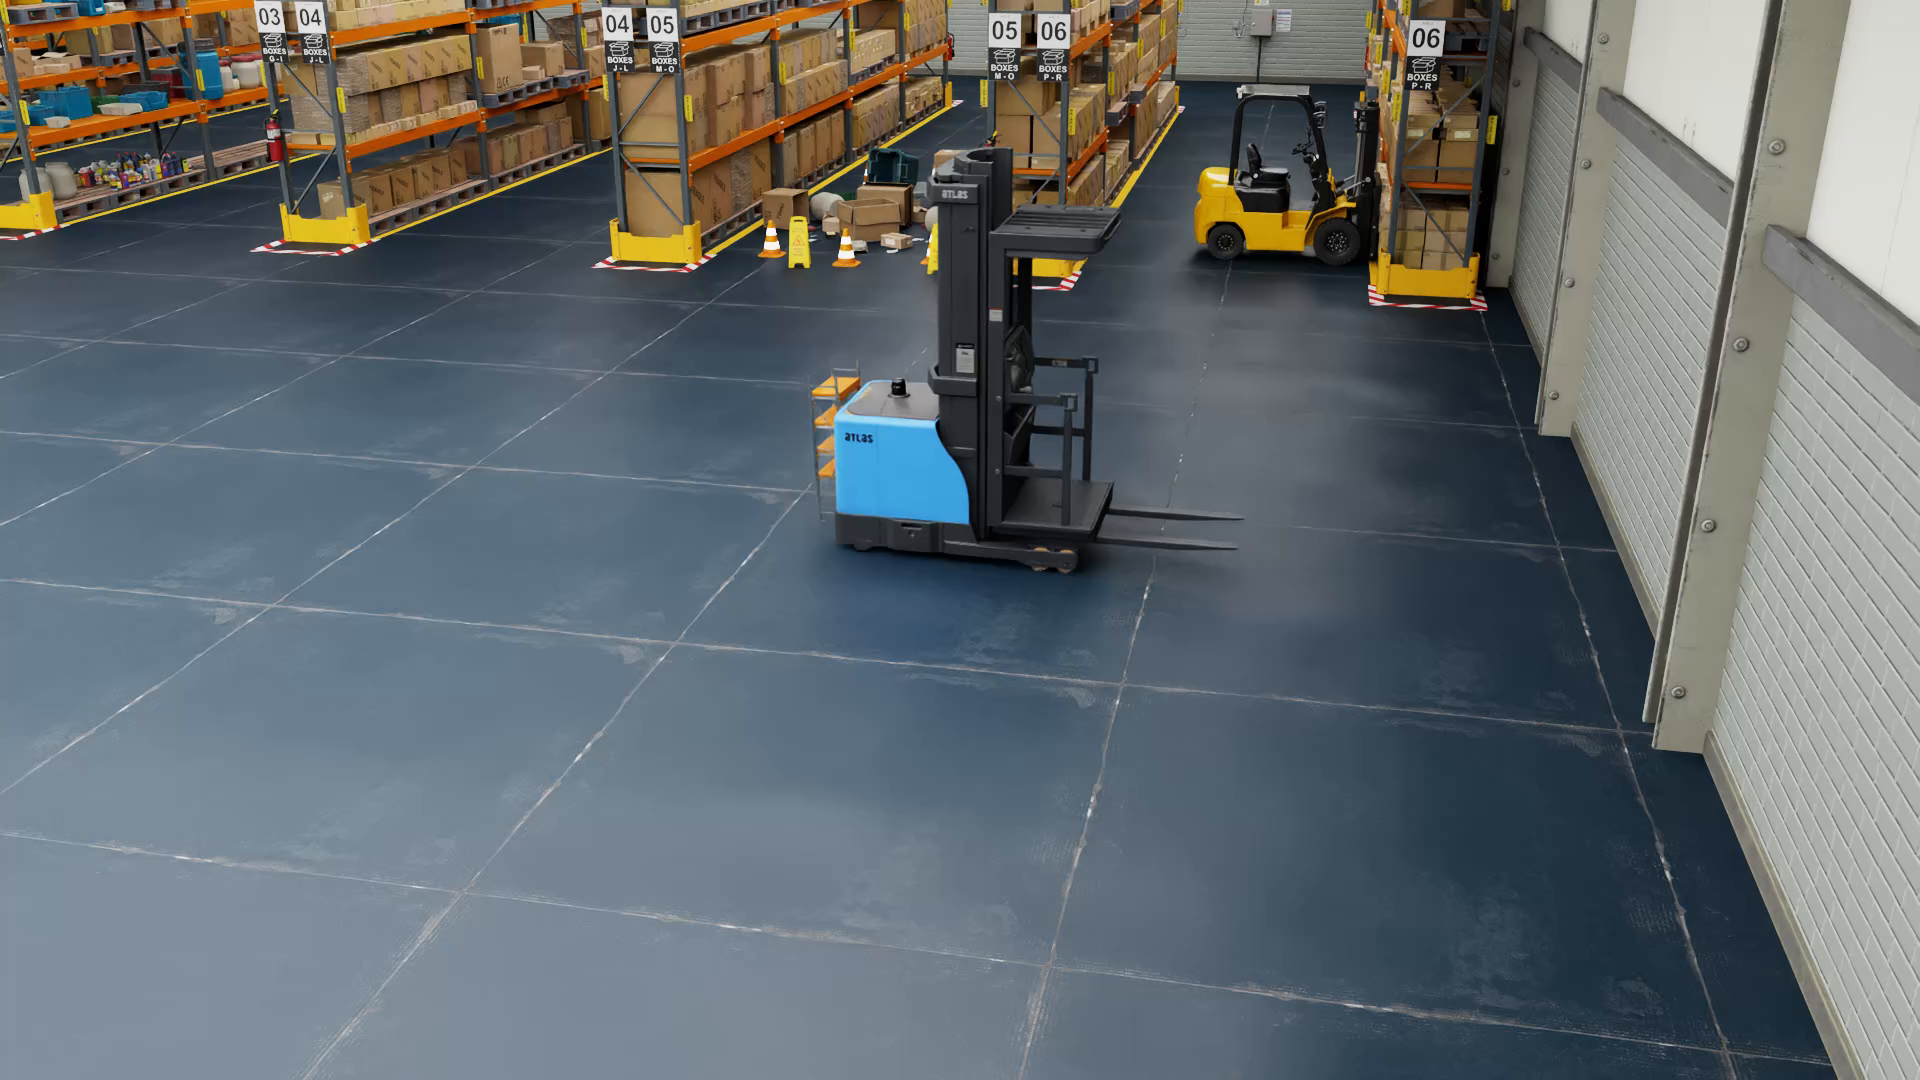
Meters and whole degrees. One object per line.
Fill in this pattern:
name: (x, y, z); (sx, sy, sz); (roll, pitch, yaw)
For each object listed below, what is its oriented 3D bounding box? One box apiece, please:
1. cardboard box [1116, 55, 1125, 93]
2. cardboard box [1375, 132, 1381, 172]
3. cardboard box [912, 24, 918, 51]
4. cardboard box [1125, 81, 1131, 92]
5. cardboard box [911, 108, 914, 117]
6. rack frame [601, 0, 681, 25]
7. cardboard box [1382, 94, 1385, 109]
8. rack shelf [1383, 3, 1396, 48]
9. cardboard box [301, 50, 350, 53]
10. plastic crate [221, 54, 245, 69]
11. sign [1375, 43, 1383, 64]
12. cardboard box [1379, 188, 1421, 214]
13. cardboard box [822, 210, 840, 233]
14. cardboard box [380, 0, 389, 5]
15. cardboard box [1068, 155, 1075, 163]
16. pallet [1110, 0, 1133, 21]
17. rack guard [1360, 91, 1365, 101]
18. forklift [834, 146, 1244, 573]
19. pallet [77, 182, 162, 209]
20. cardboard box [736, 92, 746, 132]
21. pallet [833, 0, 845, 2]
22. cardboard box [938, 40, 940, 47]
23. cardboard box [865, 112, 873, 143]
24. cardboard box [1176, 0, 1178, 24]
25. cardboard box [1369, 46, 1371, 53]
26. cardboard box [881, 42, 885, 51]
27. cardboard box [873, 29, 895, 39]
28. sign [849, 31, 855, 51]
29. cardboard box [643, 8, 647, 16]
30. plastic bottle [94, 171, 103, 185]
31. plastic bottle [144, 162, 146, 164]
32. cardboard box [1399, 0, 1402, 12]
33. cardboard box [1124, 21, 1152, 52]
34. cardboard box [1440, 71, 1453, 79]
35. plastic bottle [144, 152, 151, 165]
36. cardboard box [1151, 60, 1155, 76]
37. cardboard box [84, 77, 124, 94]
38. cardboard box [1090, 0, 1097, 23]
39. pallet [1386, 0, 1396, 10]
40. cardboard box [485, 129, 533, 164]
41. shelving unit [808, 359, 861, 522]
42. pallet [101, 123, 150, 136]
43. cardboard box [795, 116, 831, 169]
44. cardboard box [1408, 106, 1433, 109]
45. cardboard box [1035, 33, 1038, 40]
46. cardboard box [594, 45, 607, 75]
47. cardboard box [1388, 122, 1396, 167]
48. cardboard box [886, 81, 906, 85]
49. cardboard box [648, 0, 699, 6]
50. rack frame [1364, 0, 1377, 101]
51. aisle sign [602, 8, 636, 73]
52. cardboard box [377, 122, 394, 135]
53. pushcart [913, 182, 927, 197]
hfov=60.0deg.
cardboard box: (2.250, -7.156, 25.513); (0.500, 0.500, 0.500); (4, 22, 11)
cardboard box: (7.193, -6.217, 26.891); (0.875, 0.625, 0.625); (5, 23, 13)
cardboard box: (-1.135, -10.058, 33.281); (0.500, 0.500, 0.500); (4, 22, 11)
cardboard box: (2.544, -7.276, 26.678); (0.380, 0.149, 0.250); (5, 22, 12)
cardboard box: (-1.133, -8.609, 33.468); (0.380, 0.149, 0.250); (5, 22, 13)
rack frame: (-4.025, -7.925, 20.485); (1.000, 3.000, 0.127); (4, 22, 11)
cardboard box: (6.465, -6.438, 24.354); (0.500, 0.250, 0.500); (4, 22, 10)
rack shelf: (6.926, -7.677, 24.847); (1.077, 0.370, 4.000); (4, 22, 11)
cardboard box: (-8.893, -6.609, 23.377); (0.500, 0.500, 0.500); (4, 22, 11)
plastic crate: (-12.706, -8.322, 29.417); (0.402, 0.464, 0.583); (4, 22, 11)
sign: (6.801, -7.889, 26.982); (0.100, 0.325, 0.005); (4, 22, 11)
cardboard box: (5.682, -4.372, 21.475); (0.500, 0.250, 0.500); (5, 22, 12)
cardboard box: (-1.757, -4.568, 23.839); (0.396, 0.266, 0.258); (8, 23, 20)
cardboard box: (-8.279, -7.620, 23.411); (0.380, 0.149, 0.250); (3, 22, 8)
cardboard box: (1.285, -4.978, 21.534); (0.380, 0.149, 0.250); (4, 22, 9)
pallet: (1.888, -7.786, 24.408); (1.213, 0.211, 1.003); (4, 22, 11)
rack guard: (8.951, -9.089, 34.752); (1.175, 0.500, 0.348); (4, 22, 11)
forklift: (0.622, -1.338, 12.251); (3.031, 2.935, 1.130); (5, 22, 12)
pallet: (-13.317, -5.414, 26.014); (1.003, 0.211, 1.213); (4, 22, 11)
cardboard box: (-3.588, -6.147, 23.901); (0.875, 0.550, 0.550); (4, 22, 11)
pallet: (-2.472, -9.132, 27.751); (1.213, 0.211, 1.003); (6, 23, 13)
cardboard box: (-0.638, -10.648, 35.614); (0.380, 0.149, 0.250); (4, 22, 11)
cardboard box: (-1.899, -7.526, 30.310); (0.500, 0.500, 0.500); (5, 22, 12)
cardboard box: (4.241, -10.969, 34.602); (0.500, 0.500, 0.500); (5, 23, 13)
cardboard box: (8.407, -9.829, 33.047); (0.500, 0.250, 0.500); (4, 22, 10)
cardboard box: (-1.622, -9.299, 31.304); (0.380, 0.149, 0.250); (4, 22, 9)
cardboard box: (-1.467, -9.723, 31.959); (0.380, 0.149, 0.250); (5, 23, 13)
sign: (-1.849, -8.564, 28.552); (0.100, 0.325, 0.005); (4, 22, 11)
cardboard box: (-4.237, -6.898, 21.590); (0.380, 0.149, 0.250); (5, 22, 11)
plastic bottle: (-13.531, -5.684, 26.108); (0.097, 0.201, 0.097); (0, 22, 0)
plastic bottle: (-12.952, -5.894, 26.521); (0.061, 0.283, 0.133); (4, 22, 11)
cardboard box: (6.109, -7.193, 22.107); (0.500, 0.311, 0.500); (5, 22, 12)
cardboard box: (3.133, -8.954, 29.598); (0.500, 0.500, 0.500); (5, 22, 12)
cardboard box: (7.329, -7.087, 25.432); (0.380, 0.149, 0.250); (4, 22, 10)
plastic bottle: (-13.387, -6.253, 27.427); (0.097, 0.271, 0.097); (0, 22, 0)
cardboard box: (3.340, -8.751, 30.768); (0.500, 0.250, 0.500); (4, 22, 10)
cardboard box: (-16.956, -9.013, 32.970); (0.500, 0.250, 0.500); (5, 23, 13)
cardboard box: (1.522, -6.985, 21.970); (0.500, 0.250, 0.500); (5, 22, 12)
pallet: (7.283, -8.399, 25.931); (1.213, 0.211, 1.003); (6, 23, 13)
cardboard box: (-7.668, -6.665, 28.145); (0.700, 0.500, 0.500); (3, 22, 6)
shelving unit: (-0.958, -0.784, 13.178); (0.258, 1.200, 0.503); (4, 22, 16)
pallet: (-16.735, -8.216, 32.971); (1.003, 0.211, 1.213); (4, 22, 11)
cardboard box: (-2.780, -6.683, 27.882); (1.050, 0.750, 0.750); (5, 22, 12)
cardboard box: (5.615, -5.247, 20.467); (0.380, 0.149, 0.250); (5, 22, 12)
cardboard box: (0.864, -6.504, 21.309); (0.380, 0.149, 0.250); (5, 22, 11)
cardboard box: (-6.759, -8.875, 30.741); (0.500, 0.500, 0.500); (4, 22, 9)
cardboard box: (5.764, -5.047, 21.237); (0.500, 0.500, 0.500); (4, 22, 10)
cardboard box: (-1.350, -9.586, 35.098); (0.380, 0.149, 0.250); (5, 23, 13)
cardboard box: (-3.675, -7.000, 21.310); (0.500, 0.250, 0.500); (4, 22, 11)
rack frame: (8.966, -10.276, 34.354); (1.000, 3.000, 0.127); (4, 22, 11)
aisle sign: (-4.333, -6.345, 21.113); (0.394, 0.787, 0.004); (4, 22, 11)
cardboard box: (-8.344, -5.891, 23.801); (0.380, 0.149, 0.250); (4, 22, 11)
pushcart: (-0.585, -5.204, 25.269); (1.648, 0.377, 0.936); (-3, 22, -8)
